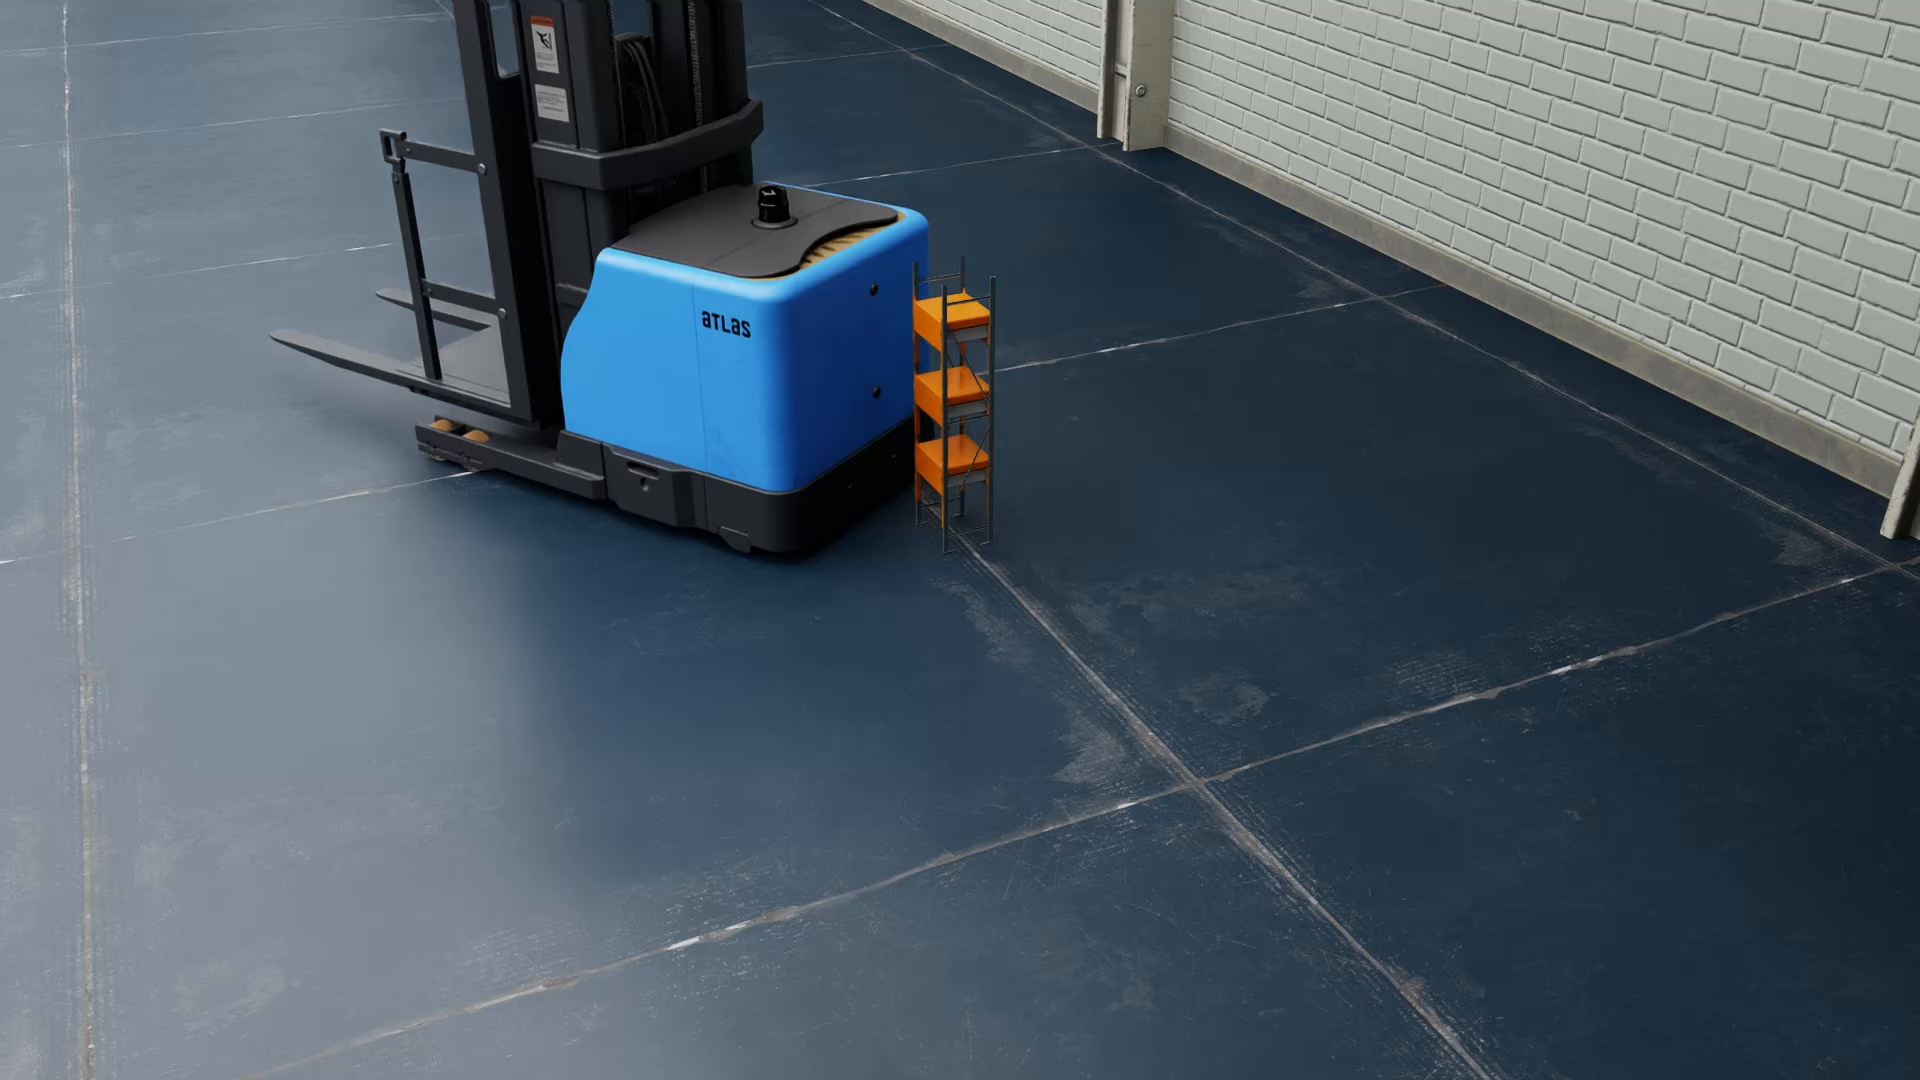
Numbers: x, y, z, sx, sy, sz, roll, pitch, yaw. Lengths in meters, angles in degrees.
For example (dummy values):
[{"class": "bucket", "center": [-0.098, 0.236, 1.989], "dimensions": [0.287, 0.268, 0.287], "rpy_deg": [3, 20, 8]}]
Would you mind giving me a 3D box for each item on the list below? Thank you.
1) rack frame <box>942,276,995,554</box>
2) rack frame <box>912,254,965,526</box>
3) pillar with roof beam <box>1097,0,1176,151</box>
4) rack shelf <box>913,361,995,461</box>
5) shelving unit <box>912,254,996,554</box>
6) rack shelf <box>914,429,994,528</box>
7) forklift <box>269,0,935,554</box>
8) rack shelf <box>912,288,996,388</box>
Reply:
[{"class": "rack frame", "center": [0.029, -0.428, 5.939], "dimensions": [0.200, 1.050, 0.008], "rpy_deg": [-13, 32, -22]}, {"class": "rack frame", "center": [-0.075, -0.535, 6.131], "dimensions": [0.200, 1.050, 0.008], "rpy_deg": [-13, 32, -22]}, {"class": "pillar with roof beam", "center": [-2.759, -5.644, 7.115], "dimensions": [9.100, 9.000, 0.400], "rpy_deg": [-13, 32, -22]}, {"class": "rack shelf", "center": [-0.023, -0.472, 6.041], "dimensions": [0.215, 0.259, 0.240], "rpy_deg": [-13, 32, -22]}, {"class": "shelving unit", "center": [-0.023, -0.482, 6.035], "dimensions": [0.215, 1.050, 0.252], "rpy_deg": [-13, 32, -22]}, {"class": "rack shelf", "center": [-0.023, -0.230, 6.176], "dimensions": [0.215, 0.259, 0.240], "rpy_deg": [-13, 32, -22]}, {"class": "forklift", "center": [-1.627, -1.755, 6.384], "dimensions": [3.031, 2.935, 1.130], "rpy_deg": [17, 33, 27]}, {"class": "rack shelf", "center": [-0.023, -0.720, 5.902], "dimensions": [0.215, 0.259, 0.240], "rpy_deg": [-13, 32, -22]}]
